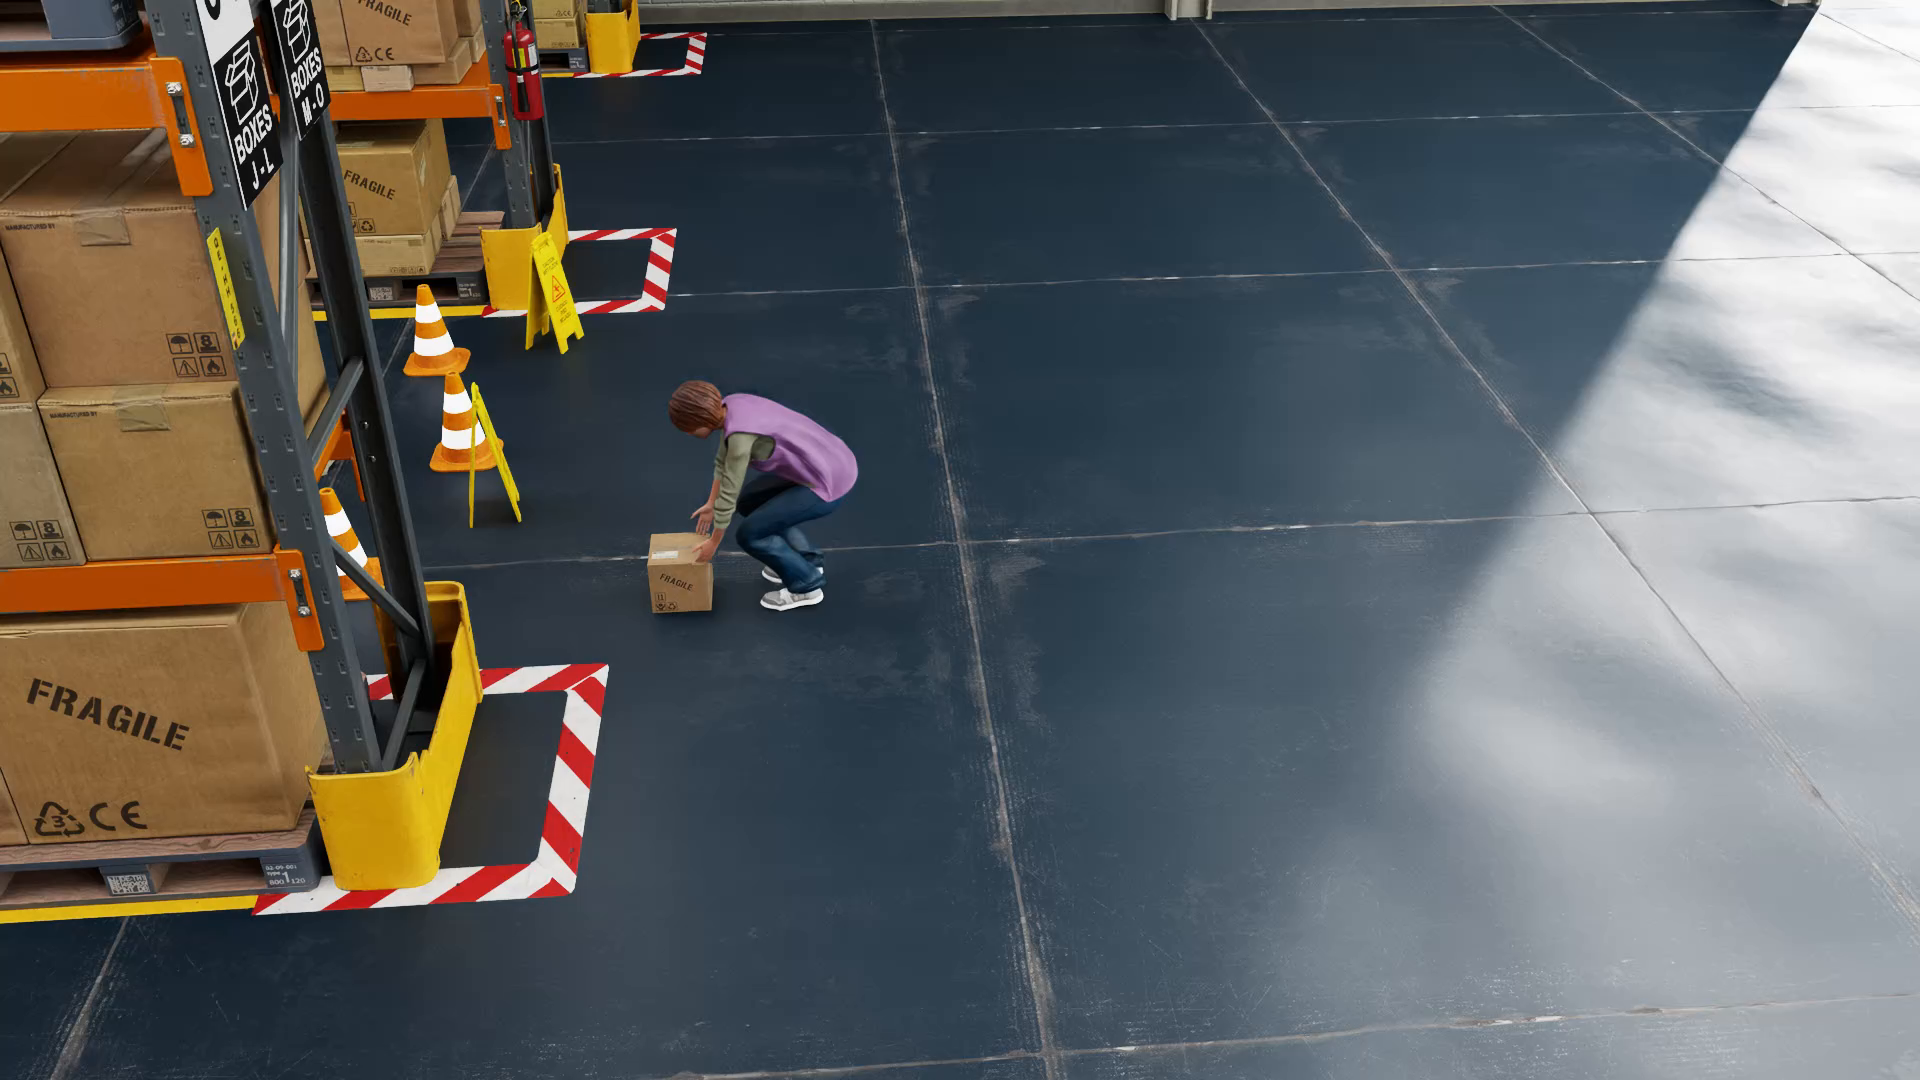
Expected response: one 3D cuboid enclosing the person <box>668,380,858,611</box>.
[{"bbox_3d":[-0.806,-0.205,7.006,0.762,1.048,0.458,-3,32,-5],"label":"person"}]
